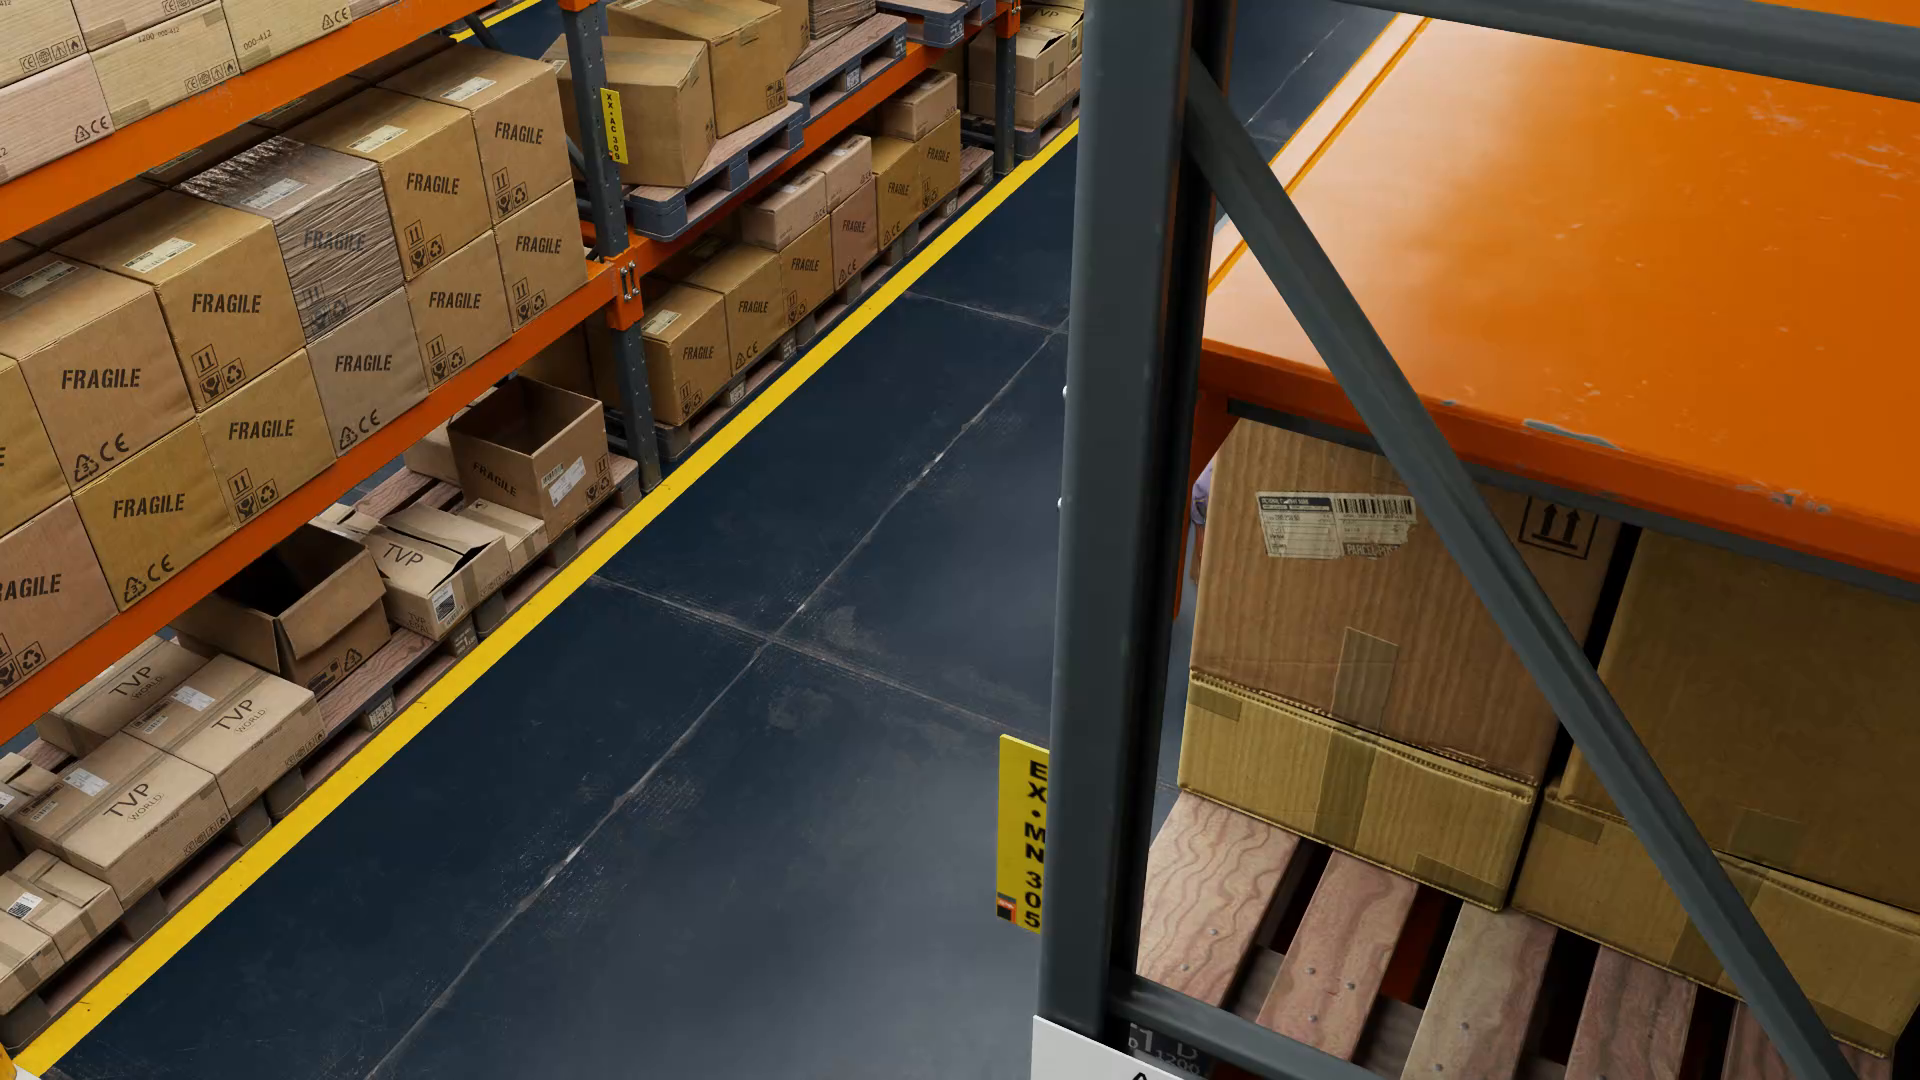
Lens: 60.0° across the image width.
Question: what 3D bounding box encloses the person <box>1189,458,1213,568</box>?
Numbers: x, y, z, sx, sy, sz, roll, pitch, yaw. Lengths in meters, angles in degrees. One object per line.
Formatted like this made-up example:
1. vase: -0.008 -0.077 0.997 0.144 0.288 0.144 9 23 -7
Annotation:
1. person: 0.935 -0.079 7.165 0.867 1.158 0.487 16 41 20
